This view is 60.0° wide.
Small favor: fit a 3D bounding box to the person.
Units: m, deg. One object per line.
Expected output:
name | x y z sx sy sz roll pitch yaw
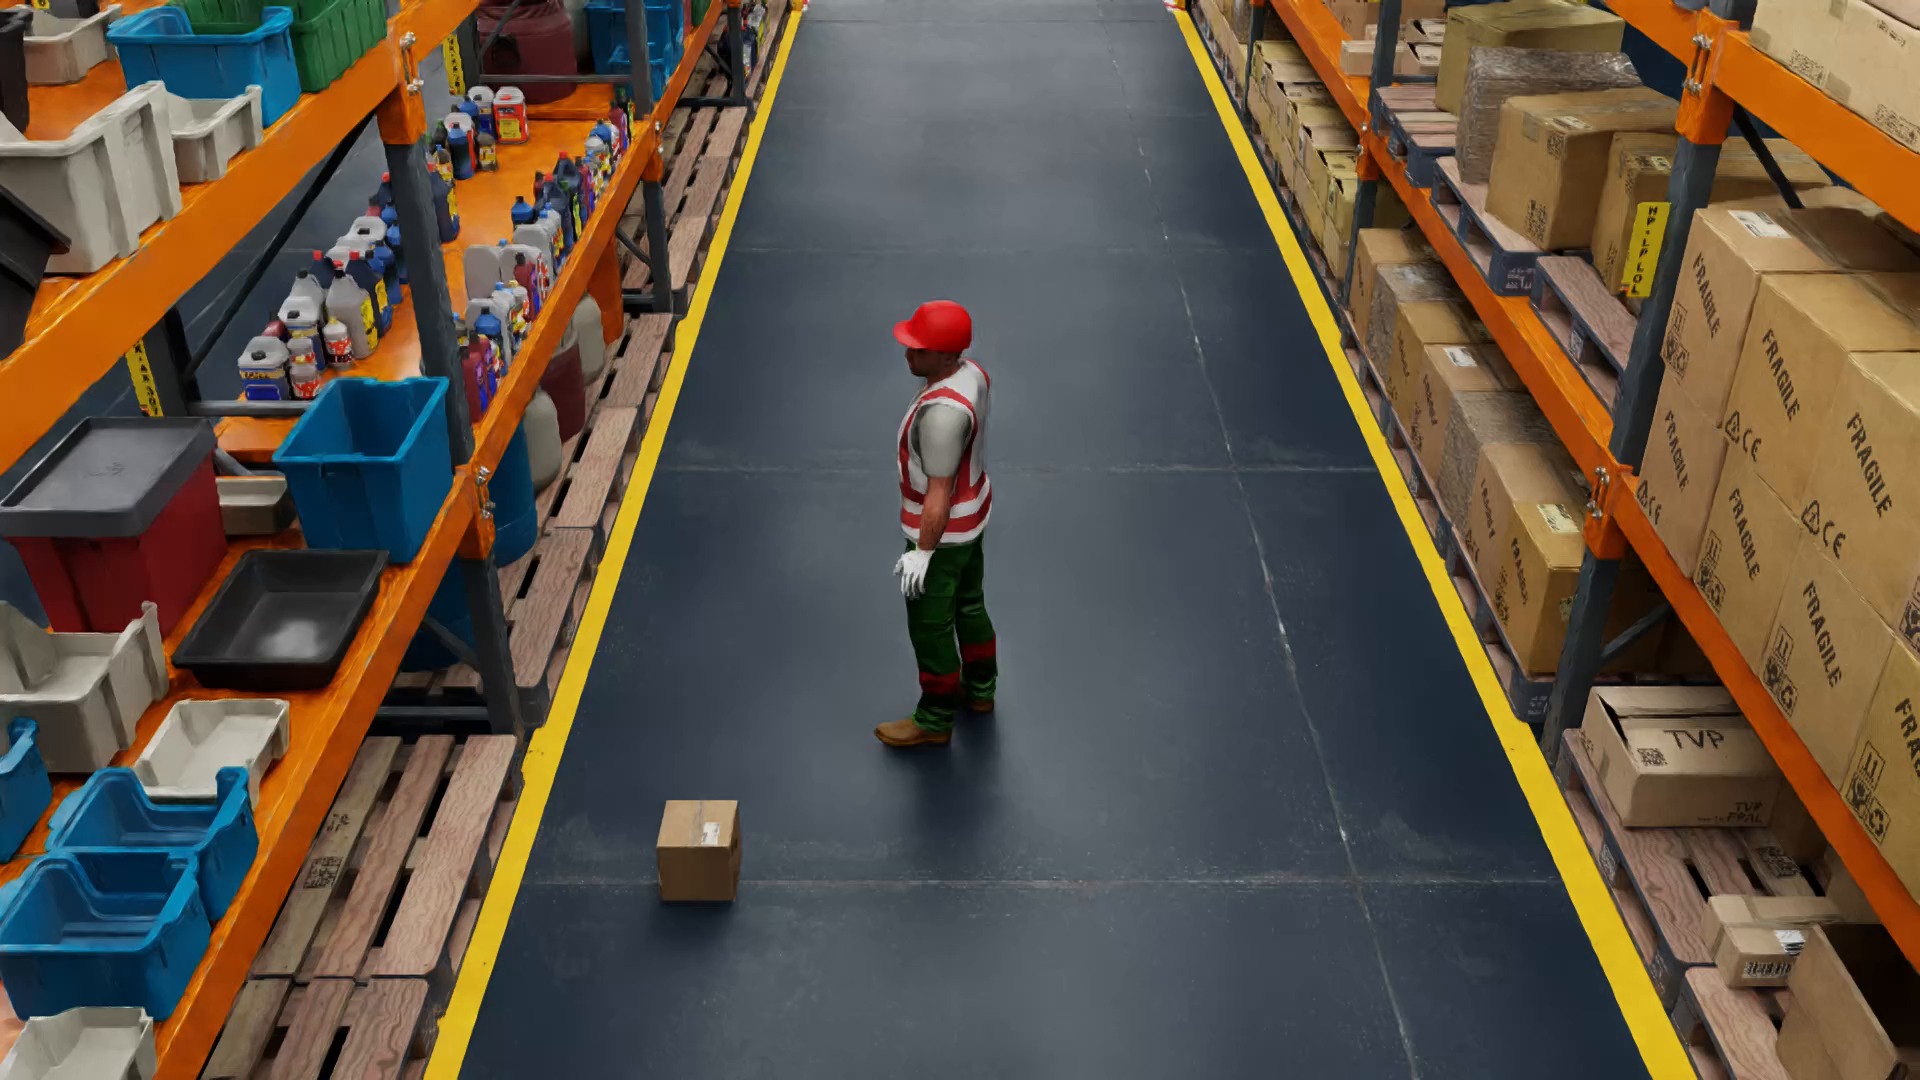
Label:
person | -0.086 -0.047 6.134 0.414 1.791 0.622 8 32 13
